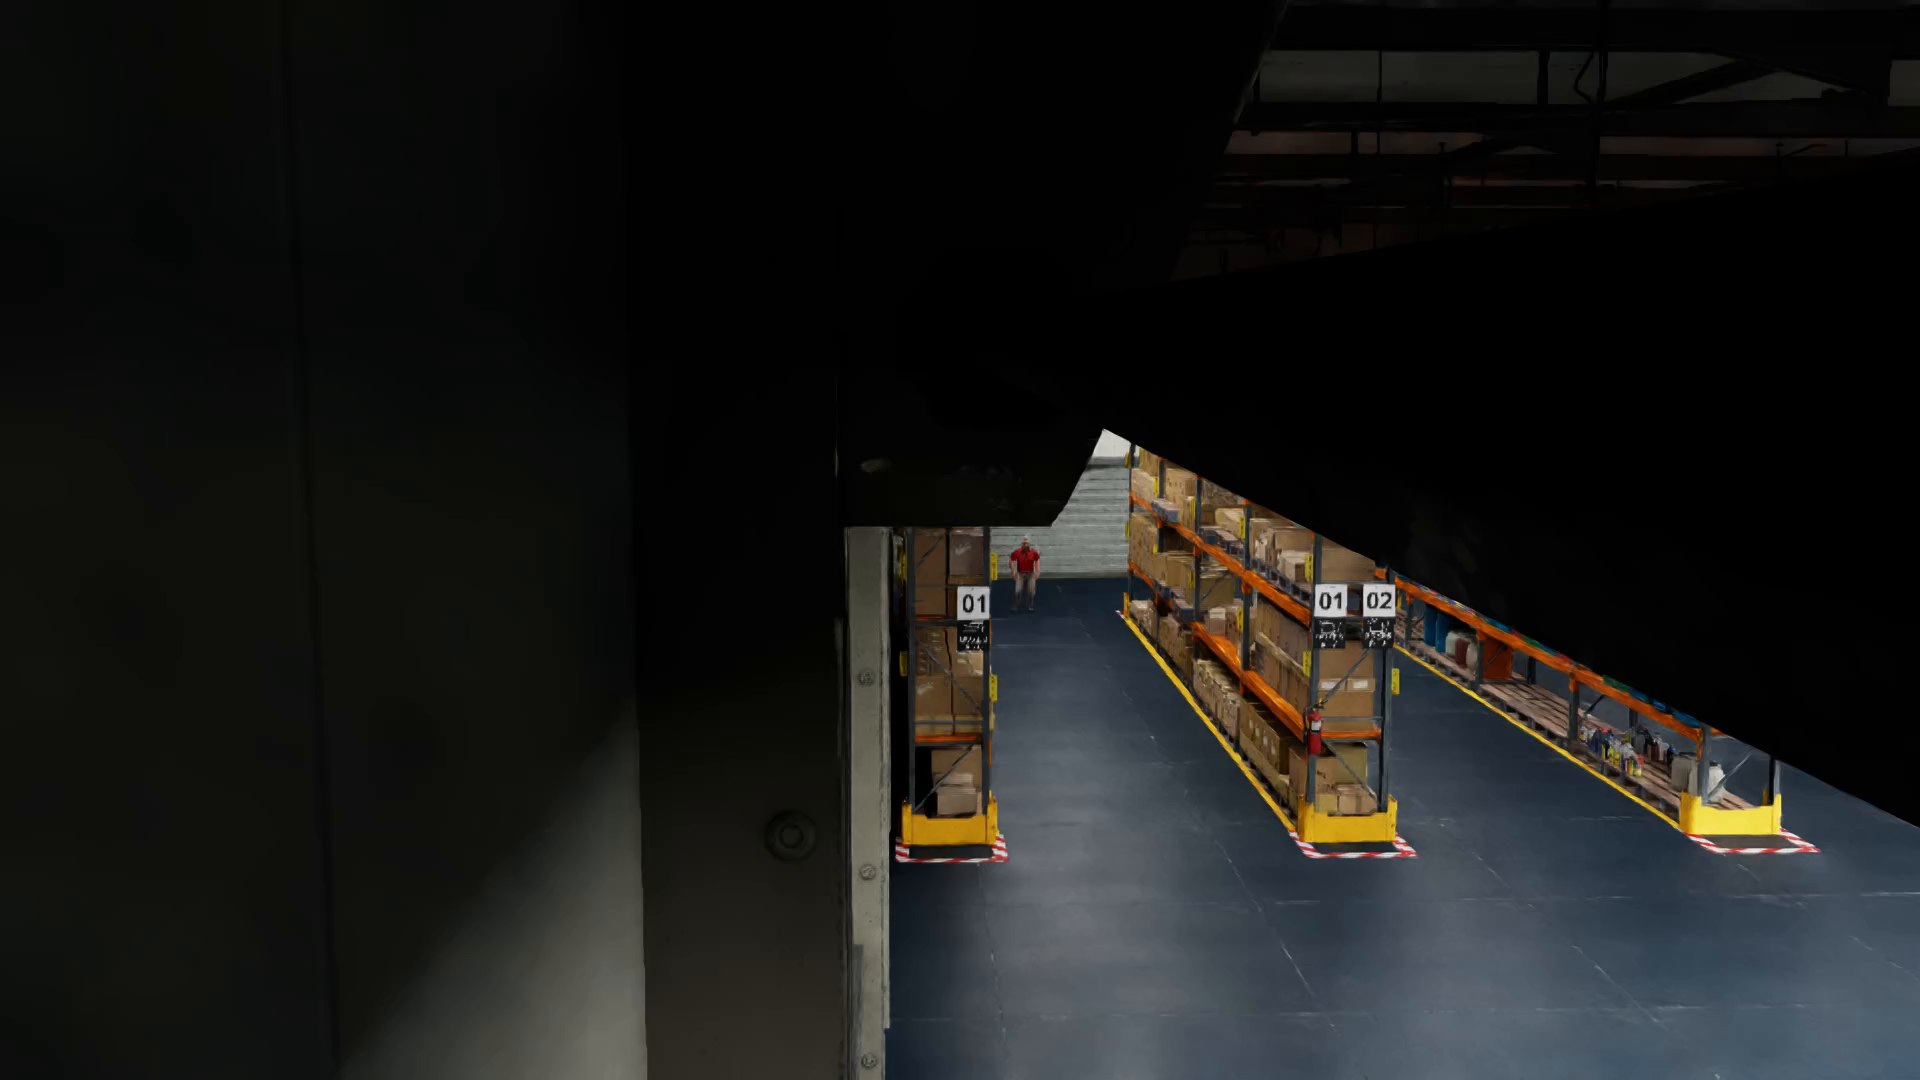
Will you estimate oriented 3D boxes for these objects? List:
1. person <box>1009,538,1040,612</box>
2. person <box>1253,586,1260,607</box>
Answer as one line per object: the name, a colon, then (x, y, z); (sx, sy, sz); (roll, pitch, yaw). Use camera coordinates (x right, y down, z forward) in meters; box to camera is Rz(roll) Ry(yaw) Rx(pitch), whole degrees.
person: (1.441, 0.771, 36.995); (0.682, 1.676, 0.529); (-1, 7, -4)
person: (6.656, 0.775, 37.124); (0.445, 1.591, 1.062); (-1, 7, -5)
